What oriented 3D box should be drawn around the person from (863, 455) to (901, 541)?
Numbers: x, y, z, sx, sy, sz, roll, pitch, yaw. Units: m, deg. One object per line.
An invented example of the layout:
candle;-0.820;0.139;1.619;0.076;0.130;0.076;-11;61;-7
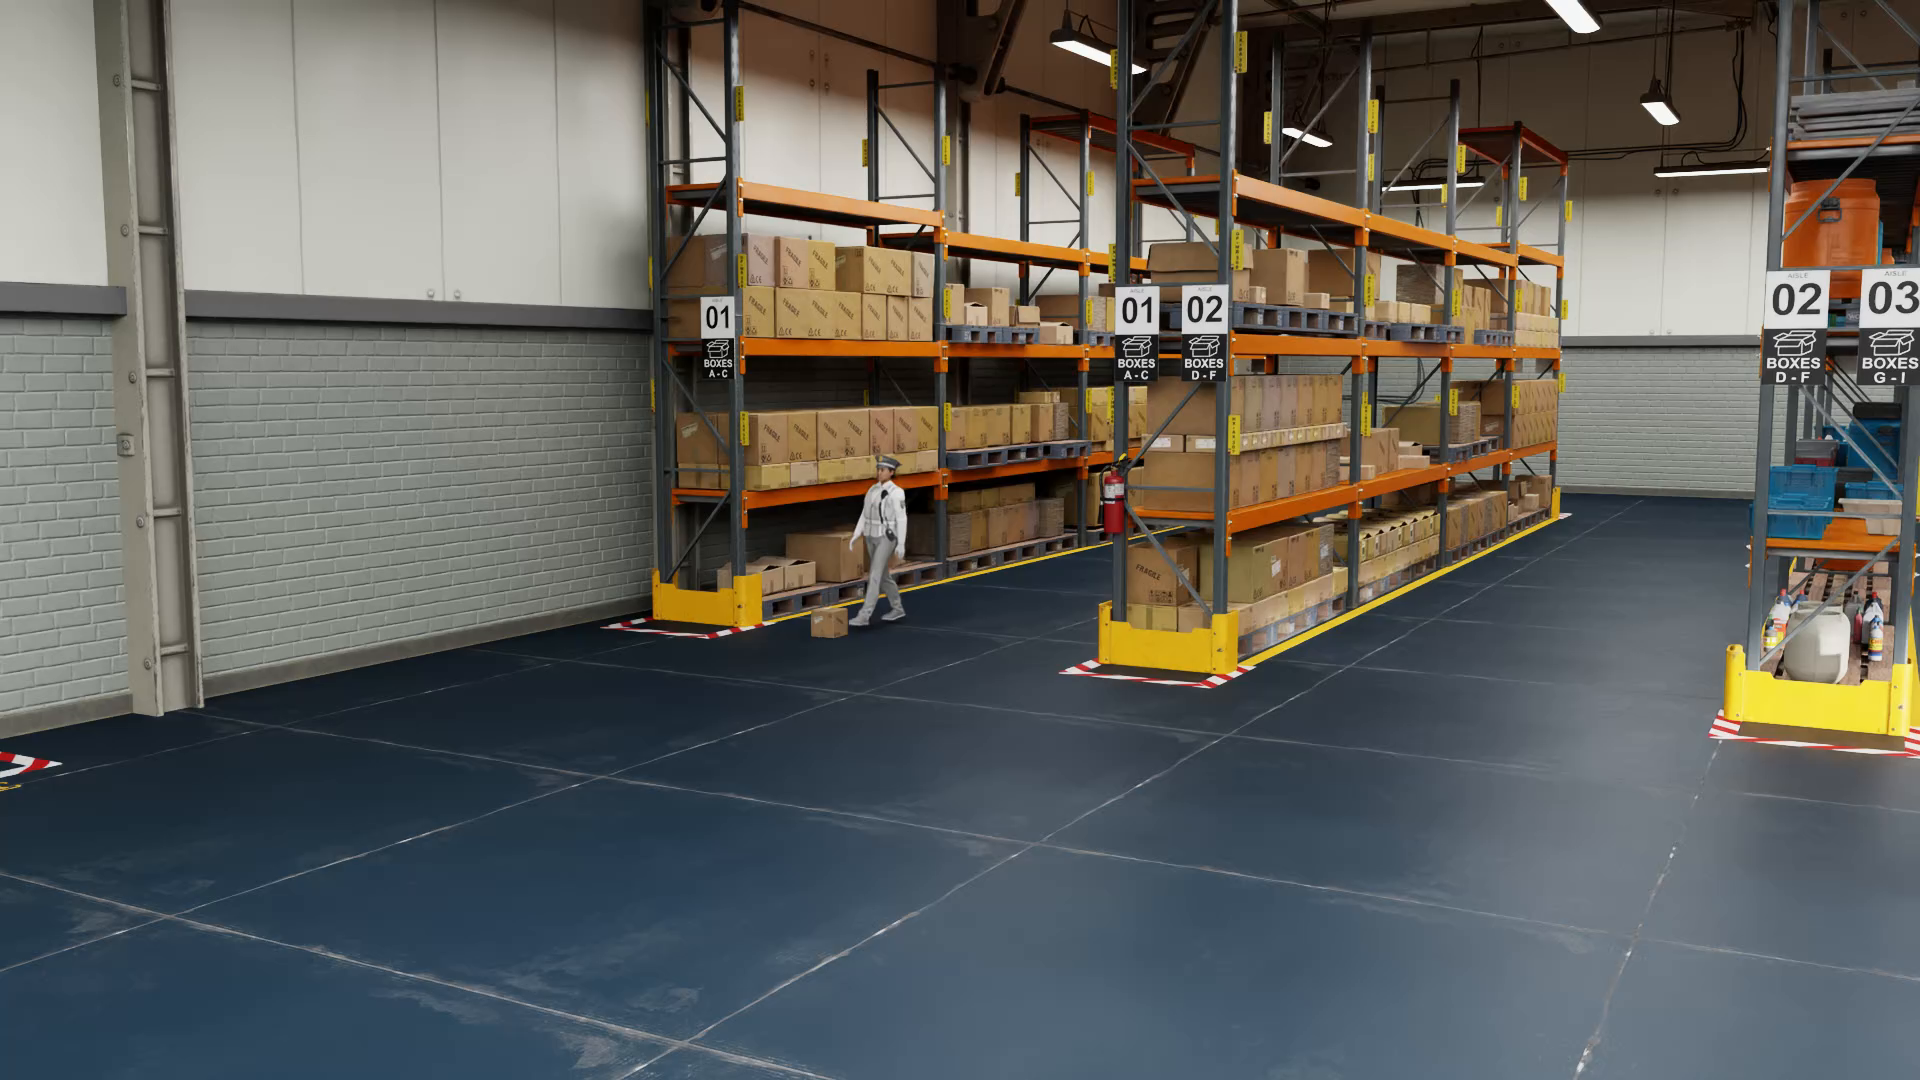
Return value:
person;-0.742;-0.418;16.223;0.349;0.831;0.362;-5;8;-41
